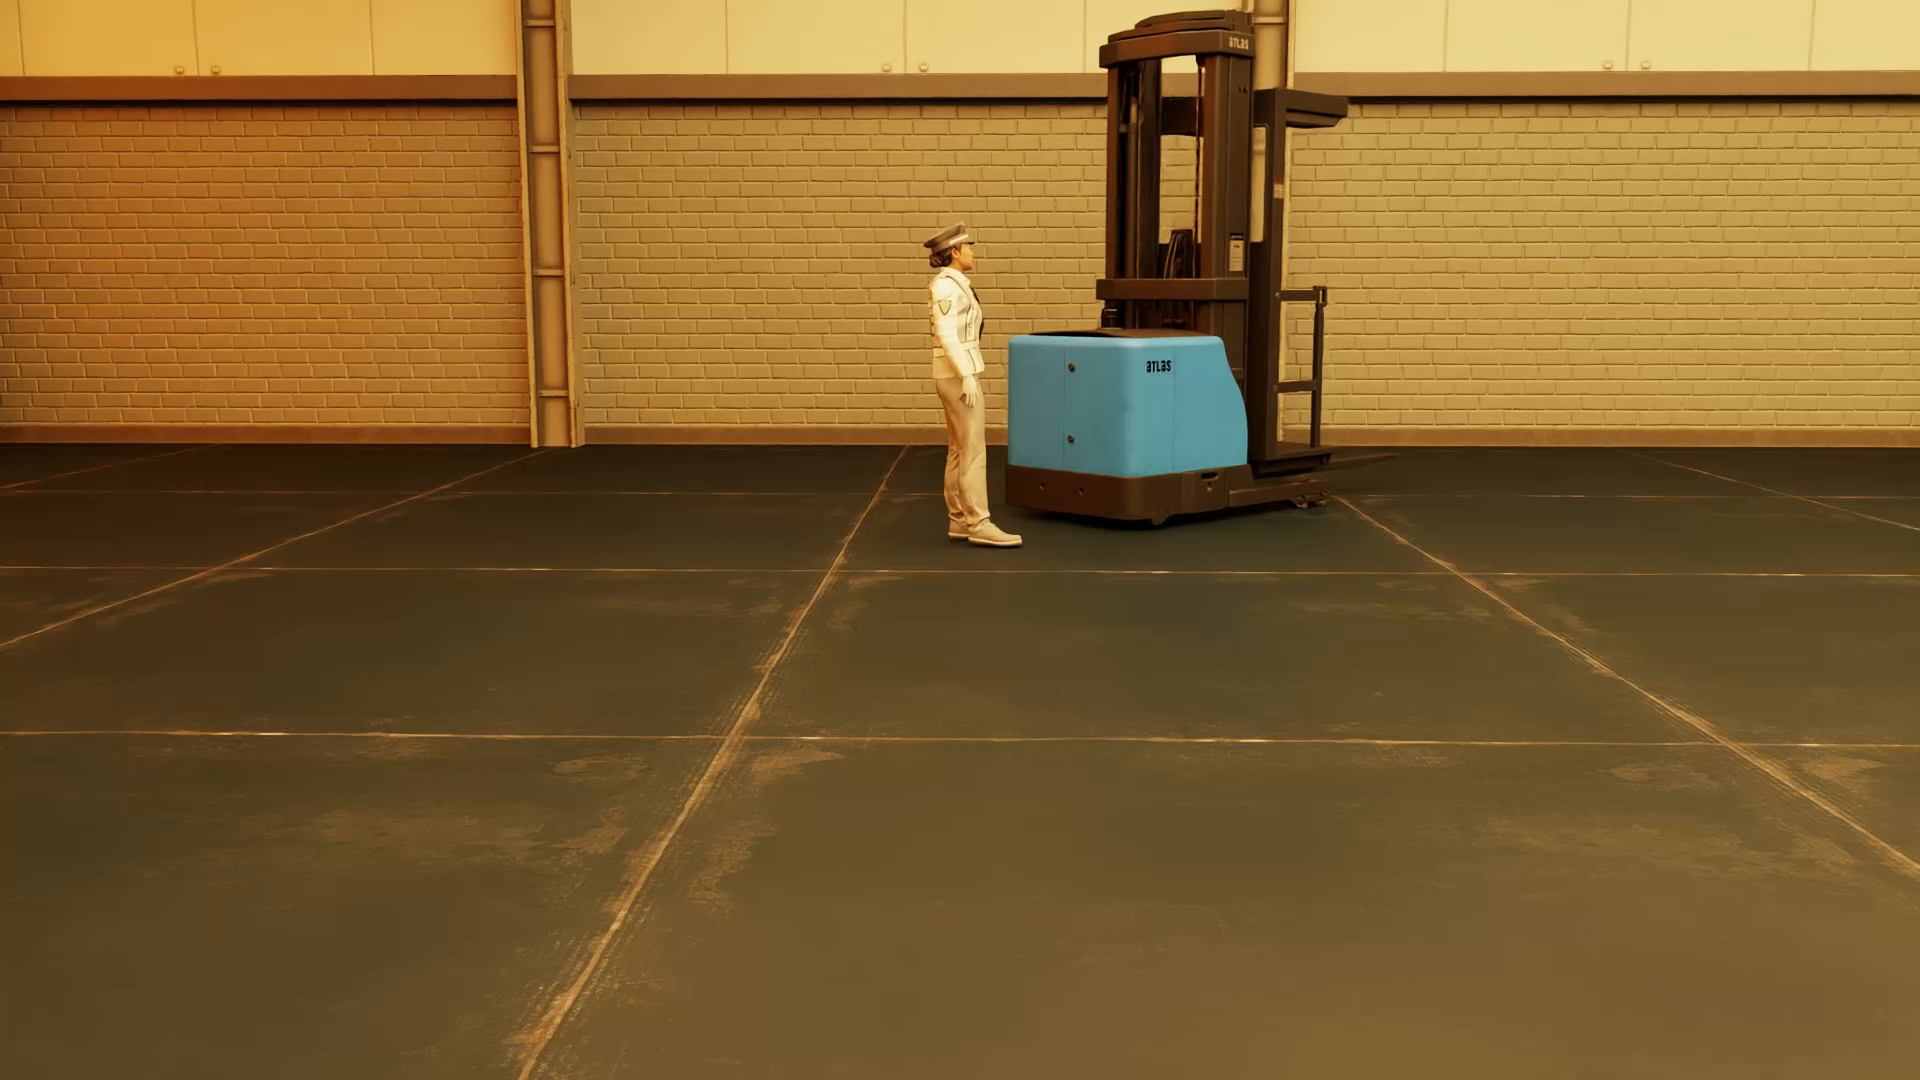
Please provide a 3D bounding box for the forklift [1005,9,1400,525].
[{"bbox_3d":[1.684,-1.694,10.389,3.031,2.935,1.130,-8,12,-43],"label":"forklift"}]

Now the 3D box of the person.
[{"bbox_3d":[0.068,-0.843,8.865,0.531,1.695,0.588,0,9,1],"label":"person"}]
